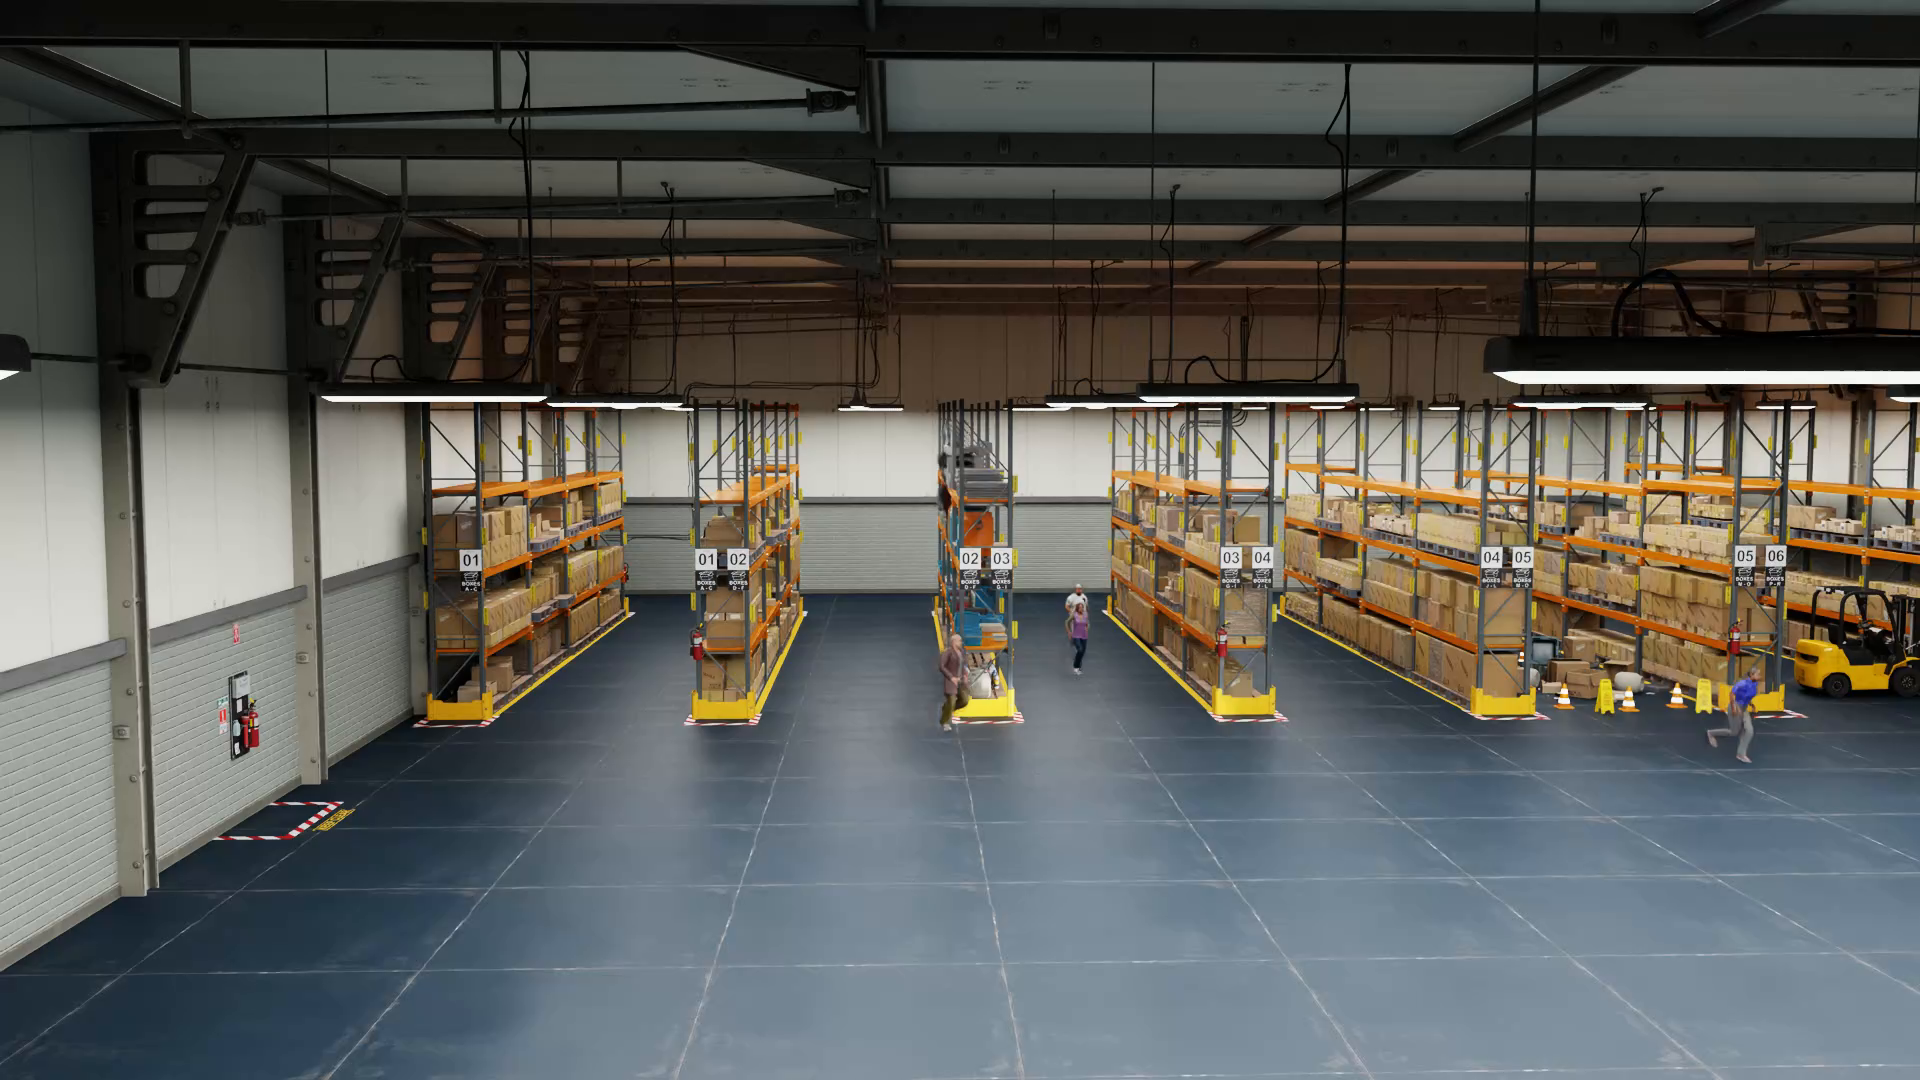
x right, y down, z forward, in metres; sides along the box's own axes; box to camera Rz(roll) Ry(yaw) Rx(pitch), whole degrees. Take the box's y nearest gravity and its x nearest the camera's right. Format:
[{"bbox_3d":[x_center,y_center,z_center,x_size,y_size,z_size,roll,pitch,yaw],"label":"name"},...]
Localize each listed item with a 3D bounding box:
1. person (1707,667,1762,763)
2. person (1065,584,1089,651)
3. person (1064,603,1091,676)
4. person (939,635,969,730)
[{"bbox_3d":[12.861,2.863,27.602,0.575,1.609,0.849,-4,6,-42],"label":"person"},{"bbox_3d":[2.842,1.868,40.132,0.595,1.620,0.561,-1,4,-11],"label":"person"},{"bbox_3d":[2.607,2.166,36.314,0.505,1.589,0.662,-2,5,-22],"label":"person"},{"bbox_3d":[-0.112,2.625,30.298,0.593,1.604,0.774,4,6,40],"label":"person"}]
